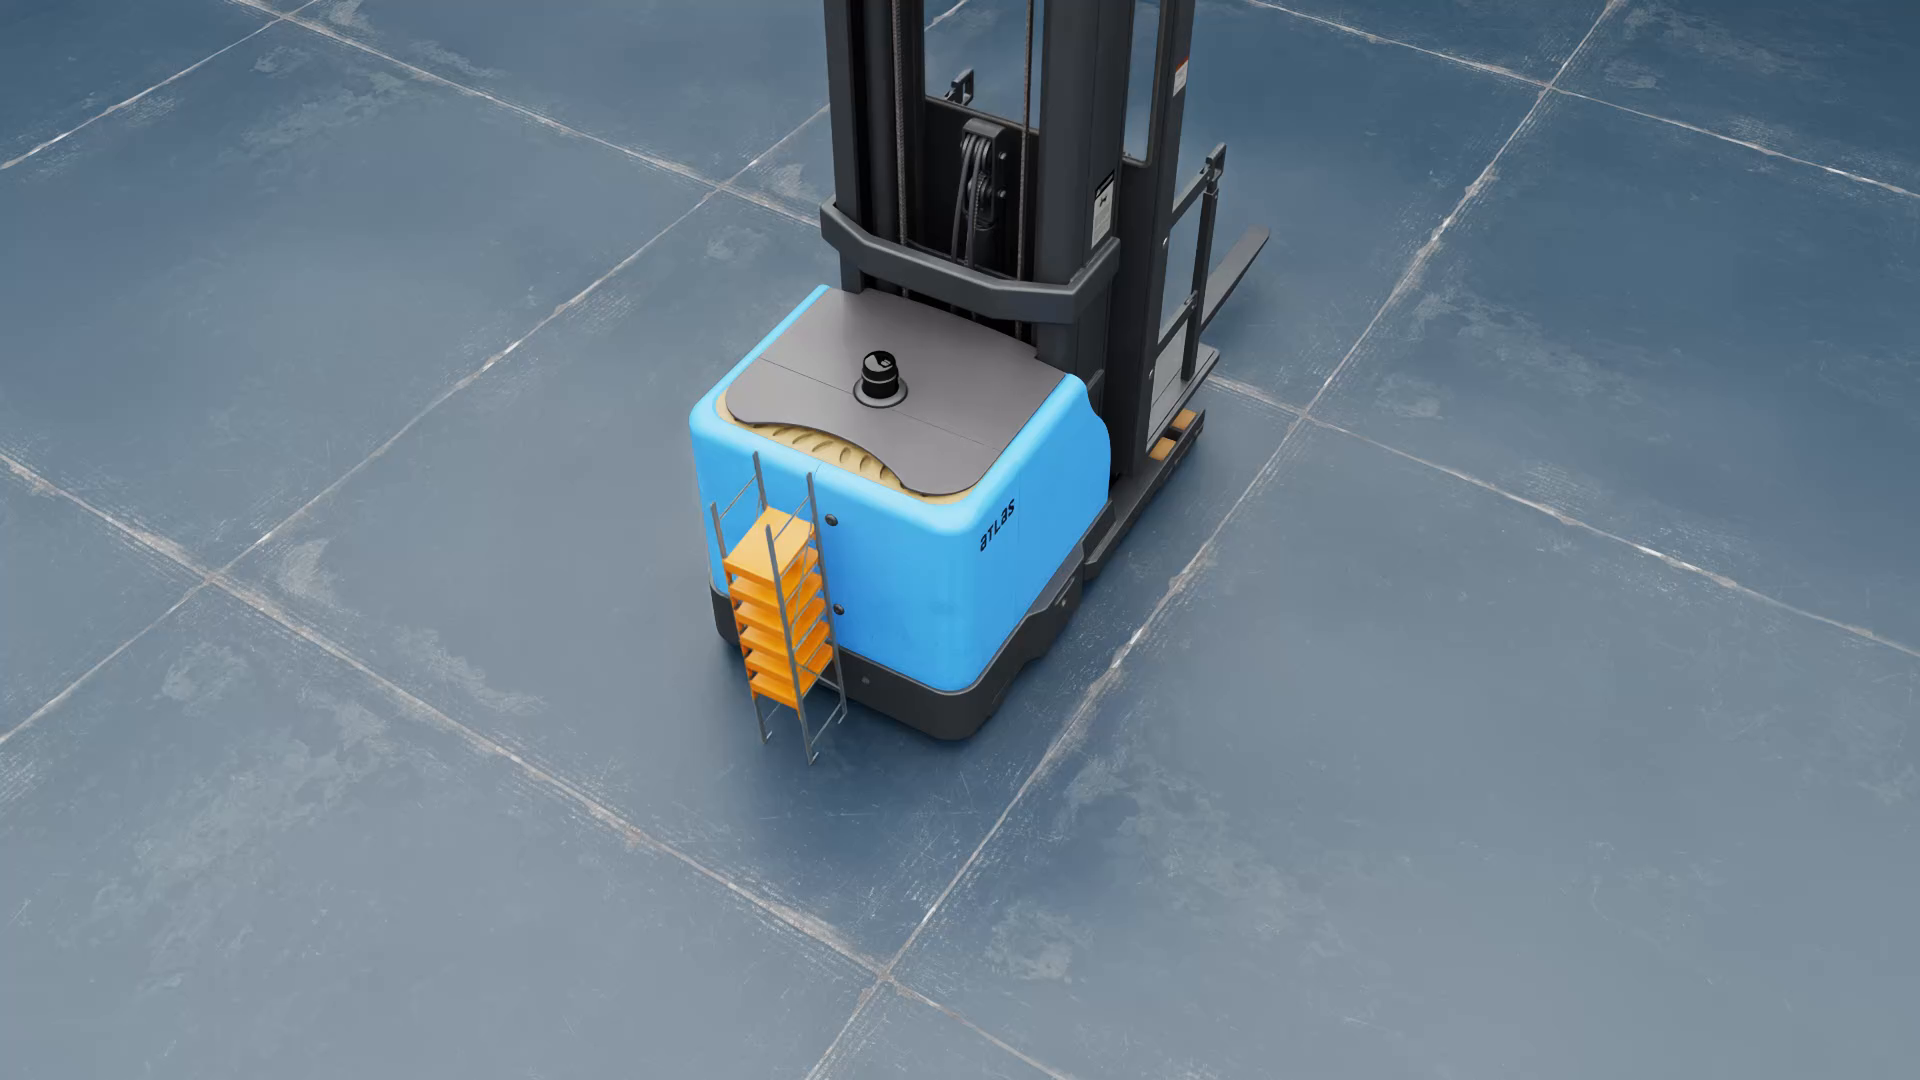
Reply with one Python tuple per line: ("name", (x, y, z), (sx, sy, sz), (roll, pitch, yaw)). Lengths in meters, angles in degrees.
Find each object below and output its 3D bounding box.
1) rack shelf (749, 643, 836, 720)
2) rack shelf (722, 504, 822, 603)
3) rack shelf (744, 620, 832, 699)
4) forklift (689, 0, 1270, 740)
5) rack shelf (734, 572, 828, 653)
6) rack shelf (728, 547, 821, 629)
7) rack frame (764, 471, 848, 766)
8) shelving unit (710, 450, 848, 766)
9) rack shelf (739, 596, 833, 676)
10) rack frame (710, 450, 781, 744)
("rack shelf", (-0.533, 0.430, 5.379), (0.180, 0.103, 0.258), (21, 53, 19))
("rack shelf", (-0.554, 0.039, 4.925), (0.180, 0.103, 0.258), (21, 53, 19))
("rack shelf", (-0.537, 0.352, 5.288), (0.180, 0.103, 0.258), (21, 53, 19))
("forklift", (0.310, -1.408, 5.575), (1.130, 2.935, 3.031), (22, 50, 20))
("rack shelf", (-0.546, 0.195, 5.107), (0.180, 0.103, 0.258), (21, 53, 19))
("rack shelf", (-0.550, 0.117, 5.016), (0.180, 0.103, 0.258), (21, 53, 19))
("rack frame", (-0.463, 0.276, 5.133), (0.006, 1.200, 0.240), (21, 53, 19))
("shelving unit", (-0.543, 0.245, 5.164), (0.189, 1.200, 0.258), (21, 53, 19))
("rack shelf", (-0.541, 0.273, 5.198), (0.180, 0.103, 0.258), (21, 53, 19))
("rack frame", (-0.623, 0.213, 5.194), (0.006, 1.200, 0.240), (21, 53, 19))
